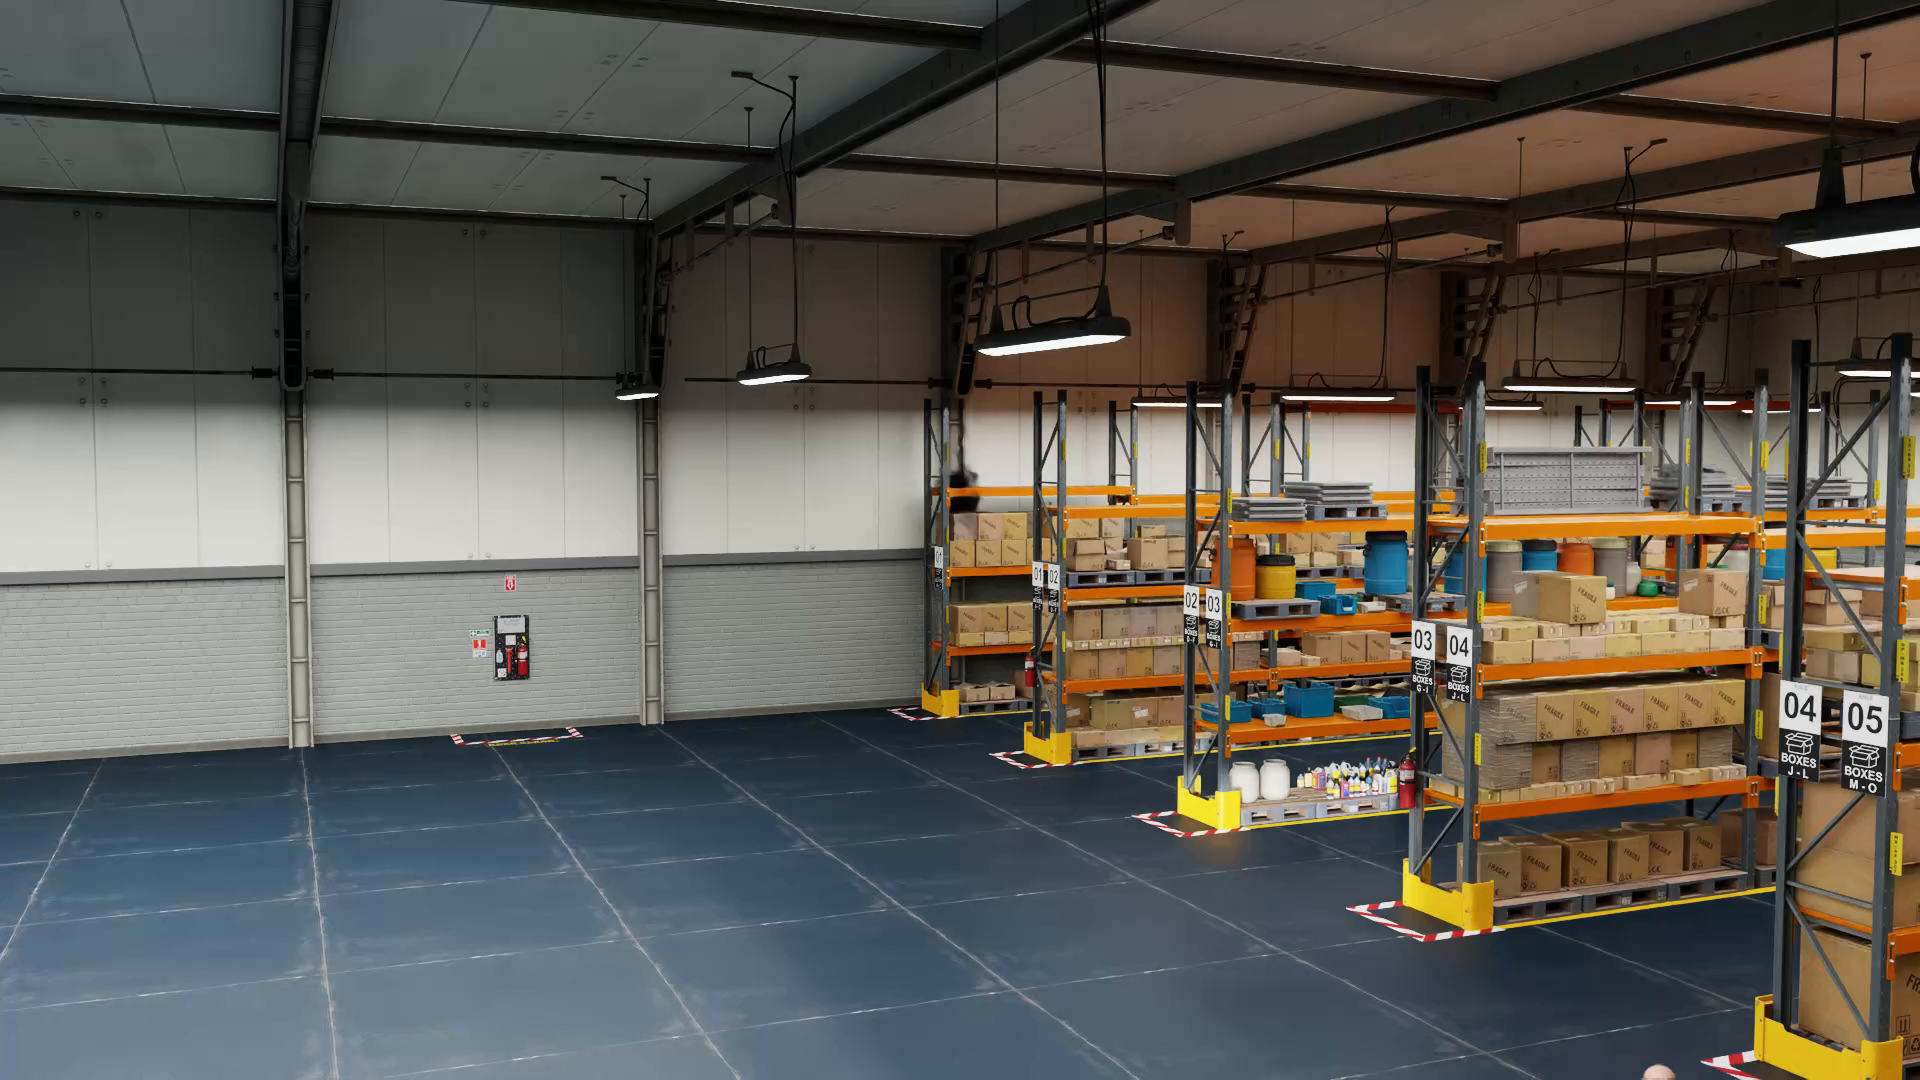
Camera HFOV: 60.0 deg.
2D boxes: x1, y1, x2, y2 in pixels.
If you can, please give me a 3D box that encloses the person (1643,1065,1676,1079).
[{"bbox_3d":[3.908,3.765,9.300,0.678,1.764,0.853,1,4,19],"label":"person"}]
